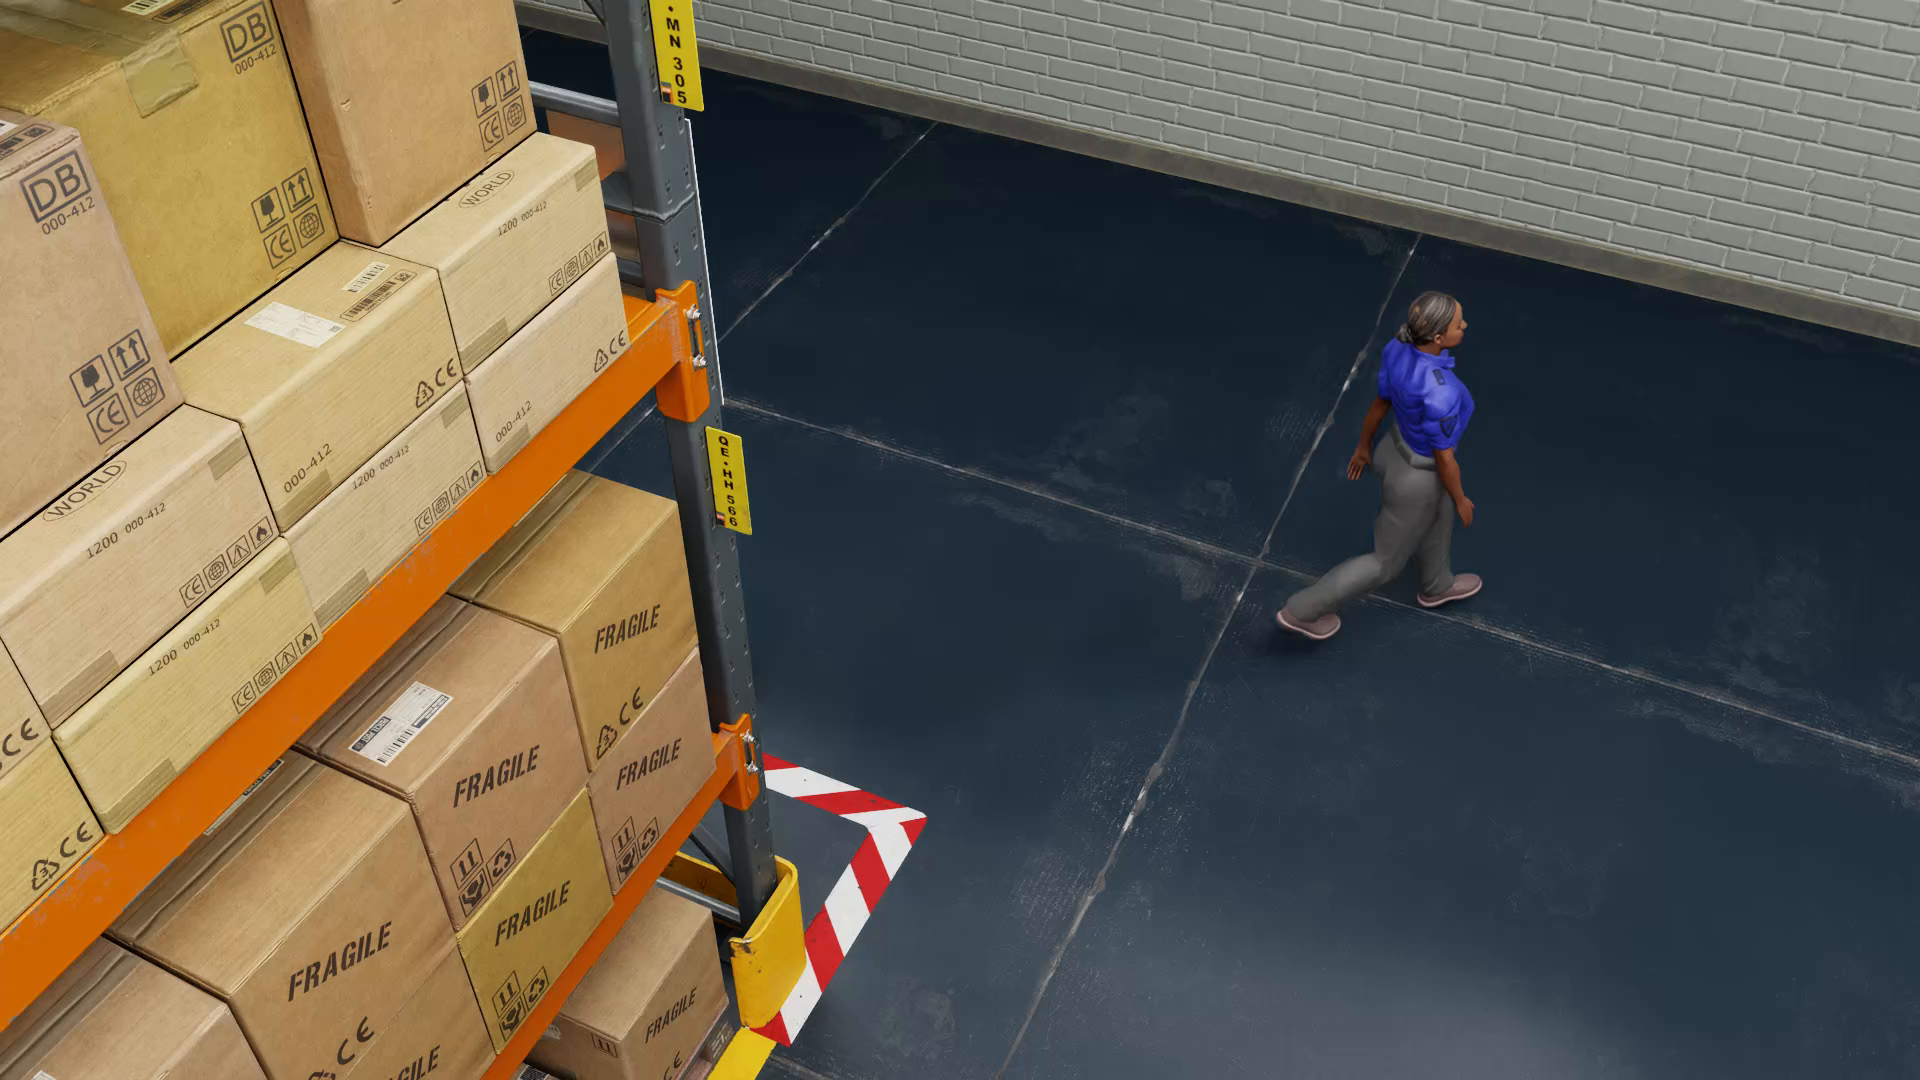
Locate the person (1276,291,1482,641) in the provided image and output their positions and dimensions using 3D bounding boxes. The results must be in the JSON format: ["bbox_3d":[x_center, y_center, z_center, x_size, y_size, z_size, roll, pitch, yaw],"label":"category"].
[{"bbox_3d":[1.757,-0.268,6.460,0.977,1.603,0.472,-6,43,-7],"label":"person"}]
